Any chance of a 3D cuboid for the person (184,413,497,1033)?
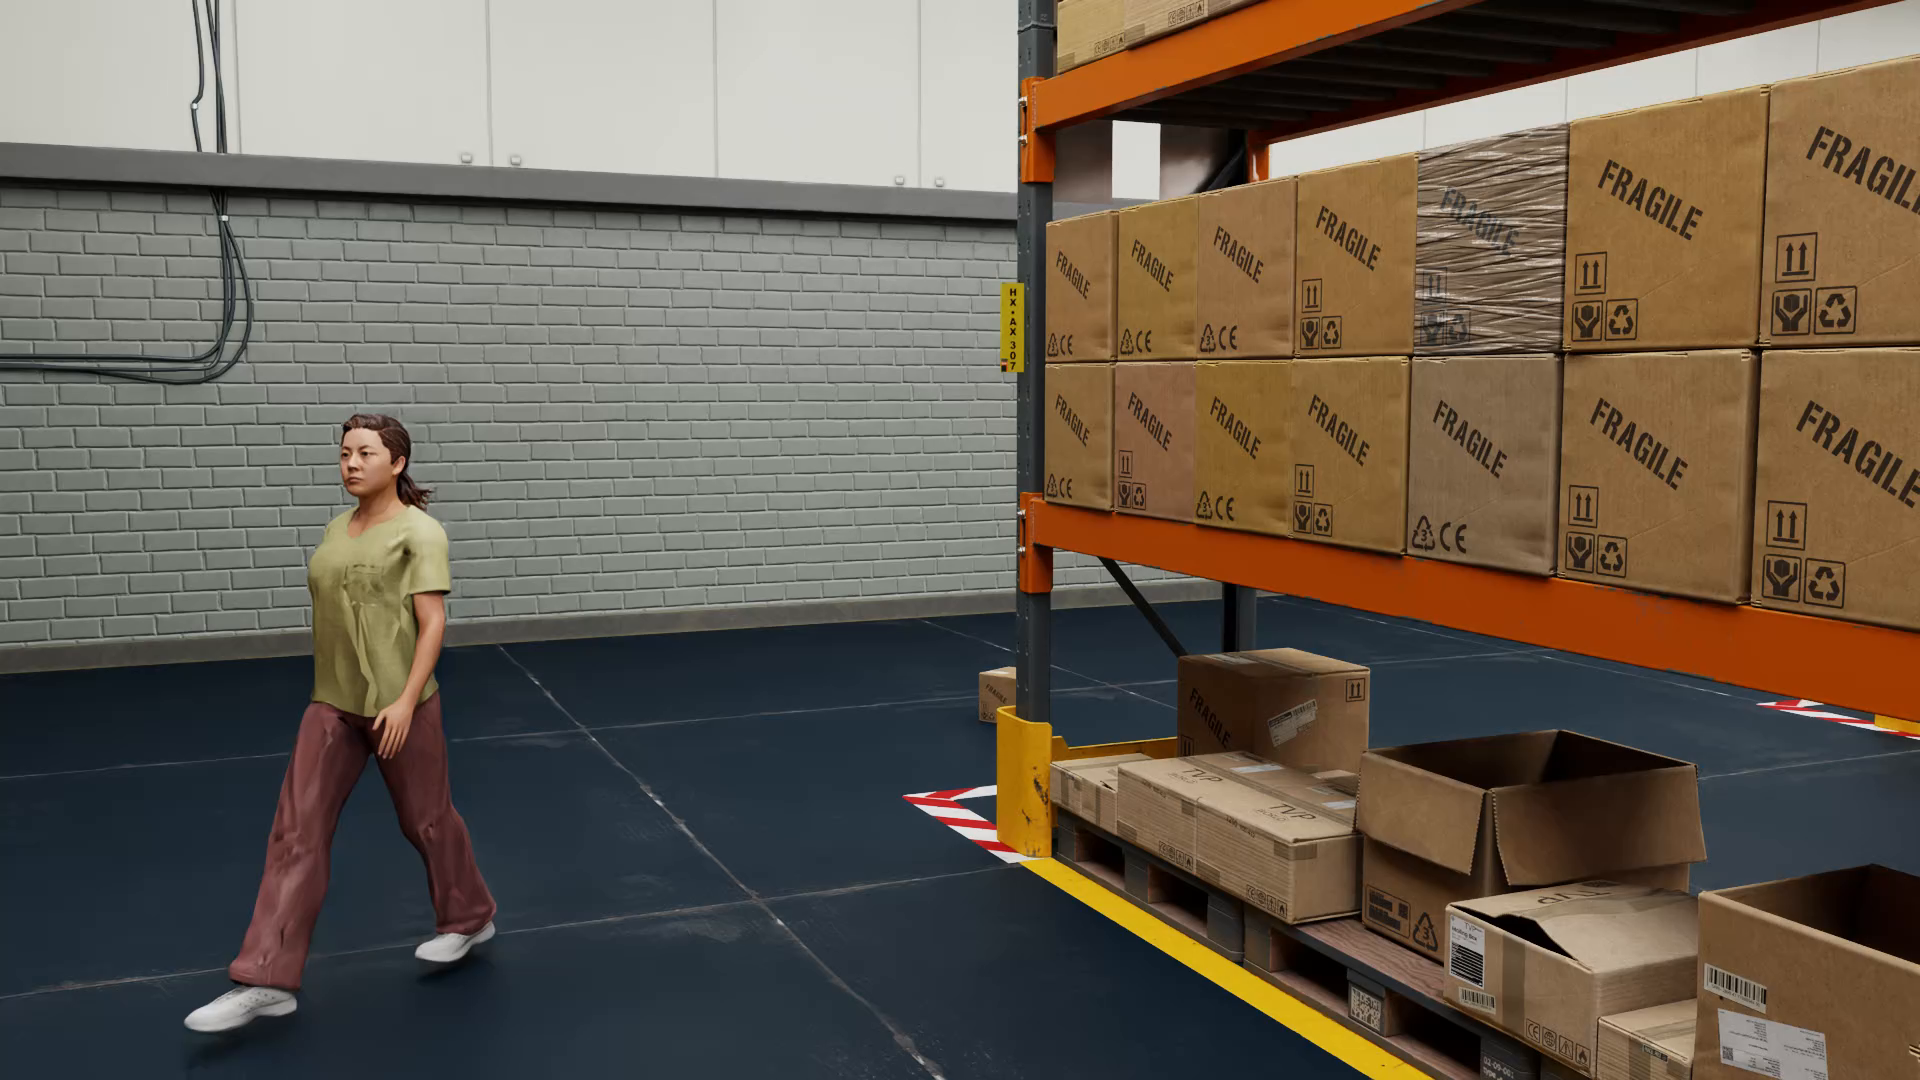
[{"bbox_3d":[-1.667,0.460,4.589,0.474,1.610,0.971,2,6,21],"label":"person"}]
